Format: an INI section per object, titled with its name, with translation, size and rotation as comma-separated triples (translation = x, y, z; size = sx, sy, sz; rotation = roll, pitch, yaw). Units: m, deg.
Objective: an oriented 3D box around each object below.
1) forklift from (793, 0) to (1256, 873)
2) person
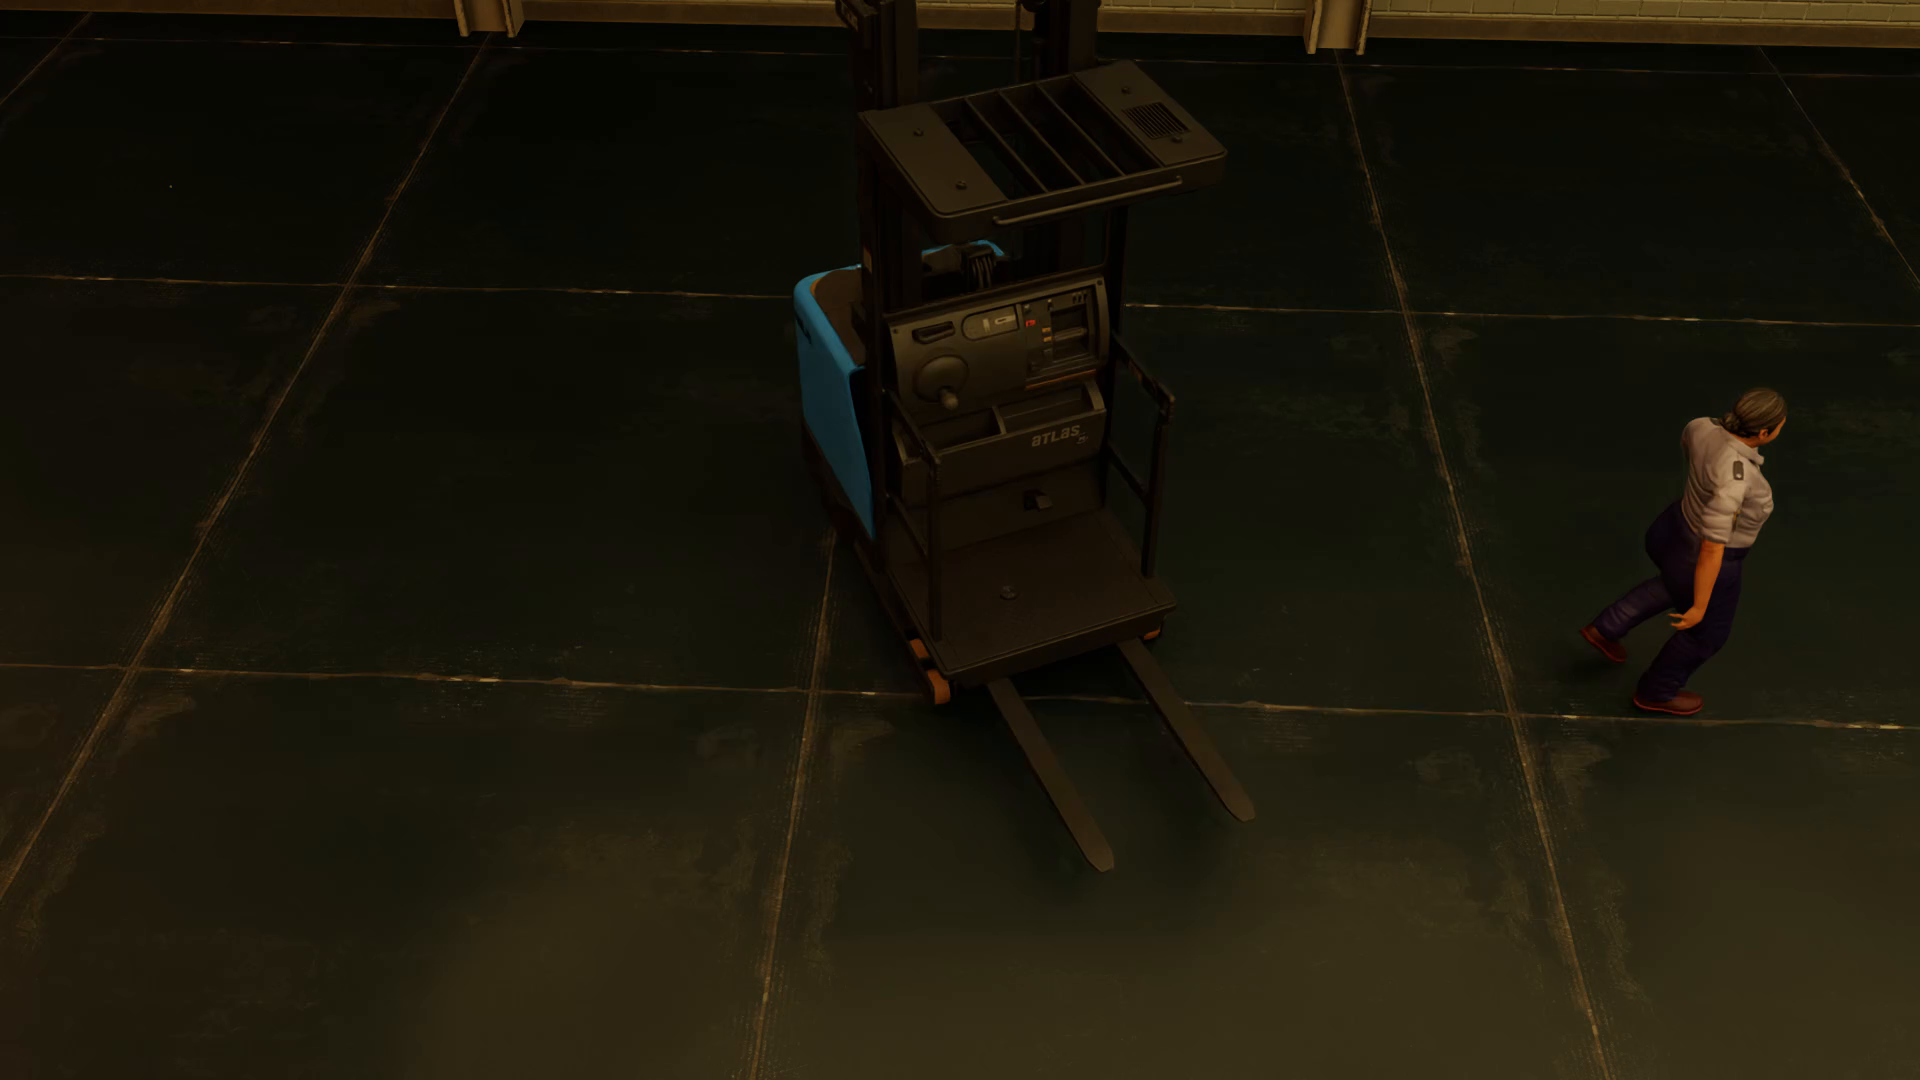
[forklift]
translation = 0.251, -0.703, 6.512
size = 1.130, 2.935, 3.031
rotation = -16, 45, -17
[person]
translation = 2.926, 0.052, 6.656
size = 0.508, 1.632, 0.689
rotation = -2, 42, -2
